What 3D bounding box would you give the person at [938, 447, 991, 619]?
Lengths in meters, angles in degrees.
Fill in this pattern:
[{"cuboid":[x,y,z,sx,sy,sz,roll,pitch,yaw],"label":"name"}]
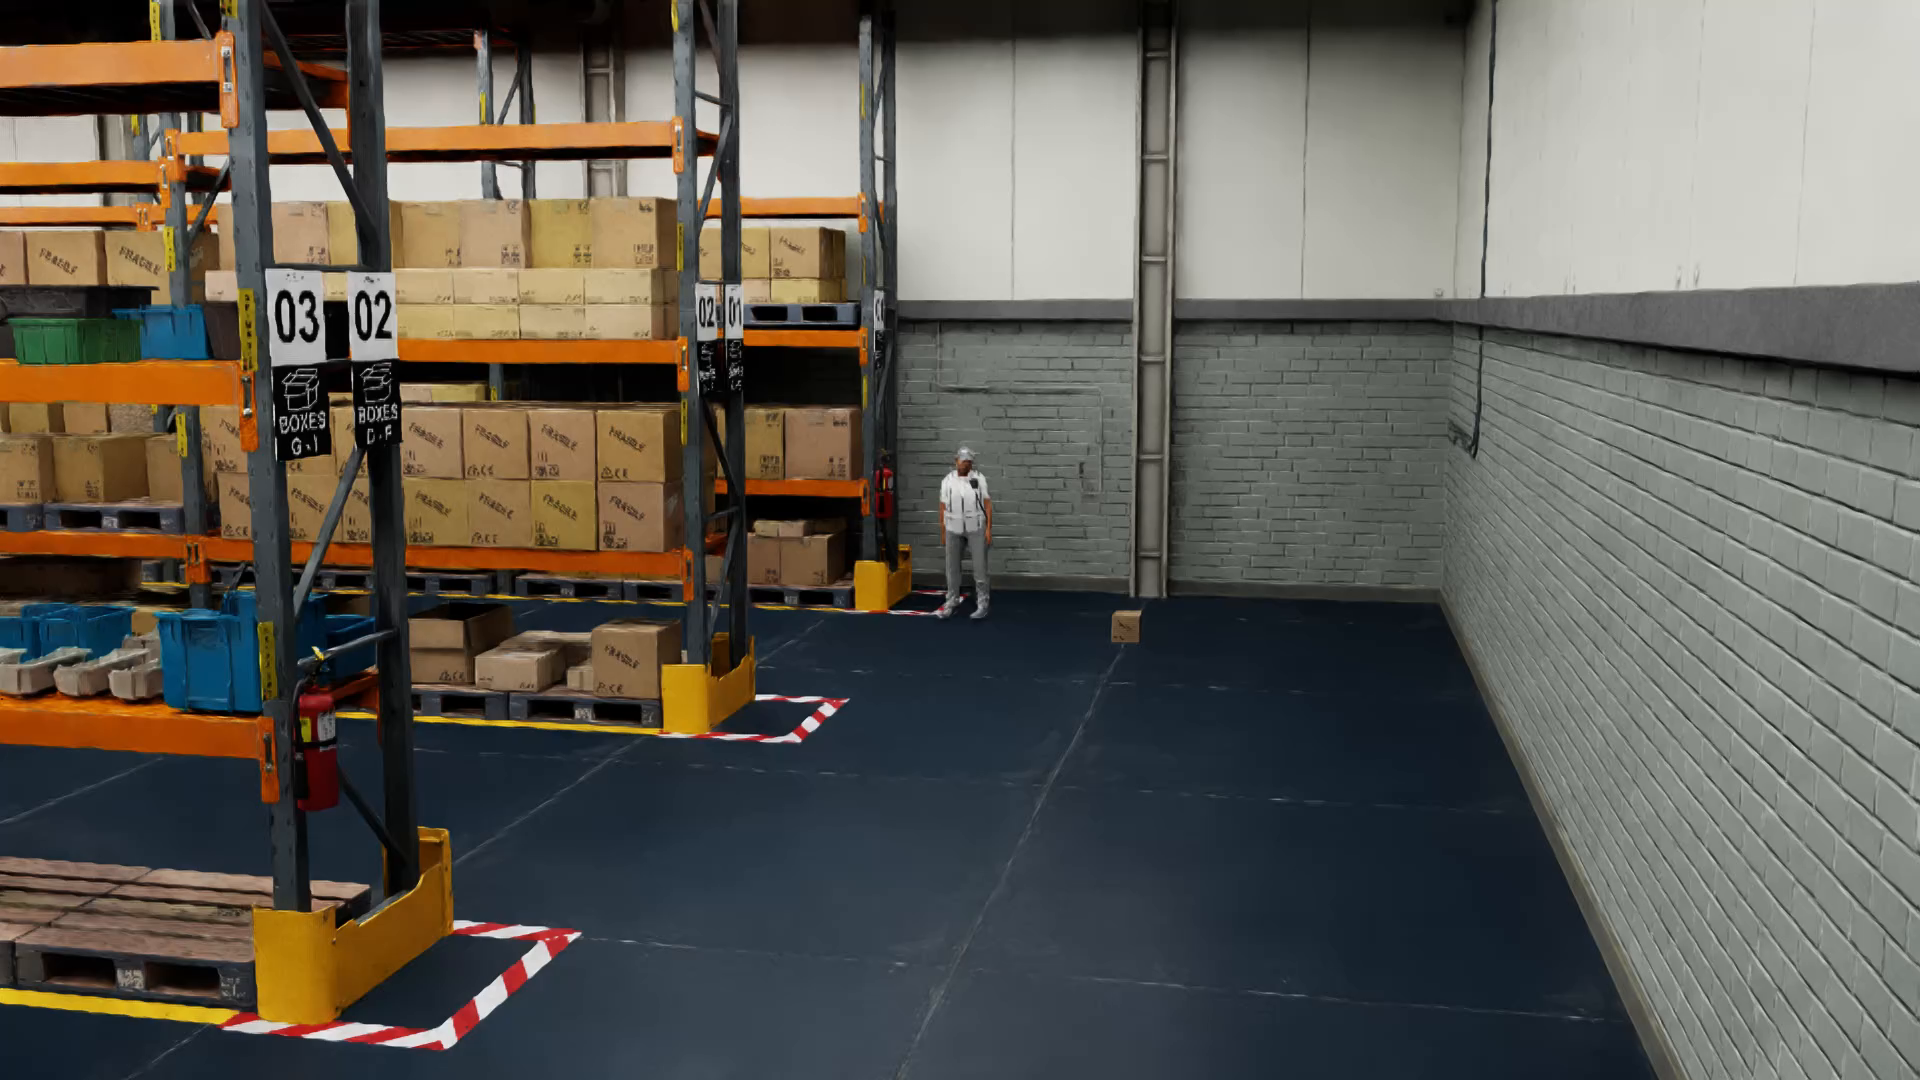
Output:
[{"cuboid":[0.055,-0.074,16.190,0.520,1.672,0.399,1,8,8],"label":"person"}]
